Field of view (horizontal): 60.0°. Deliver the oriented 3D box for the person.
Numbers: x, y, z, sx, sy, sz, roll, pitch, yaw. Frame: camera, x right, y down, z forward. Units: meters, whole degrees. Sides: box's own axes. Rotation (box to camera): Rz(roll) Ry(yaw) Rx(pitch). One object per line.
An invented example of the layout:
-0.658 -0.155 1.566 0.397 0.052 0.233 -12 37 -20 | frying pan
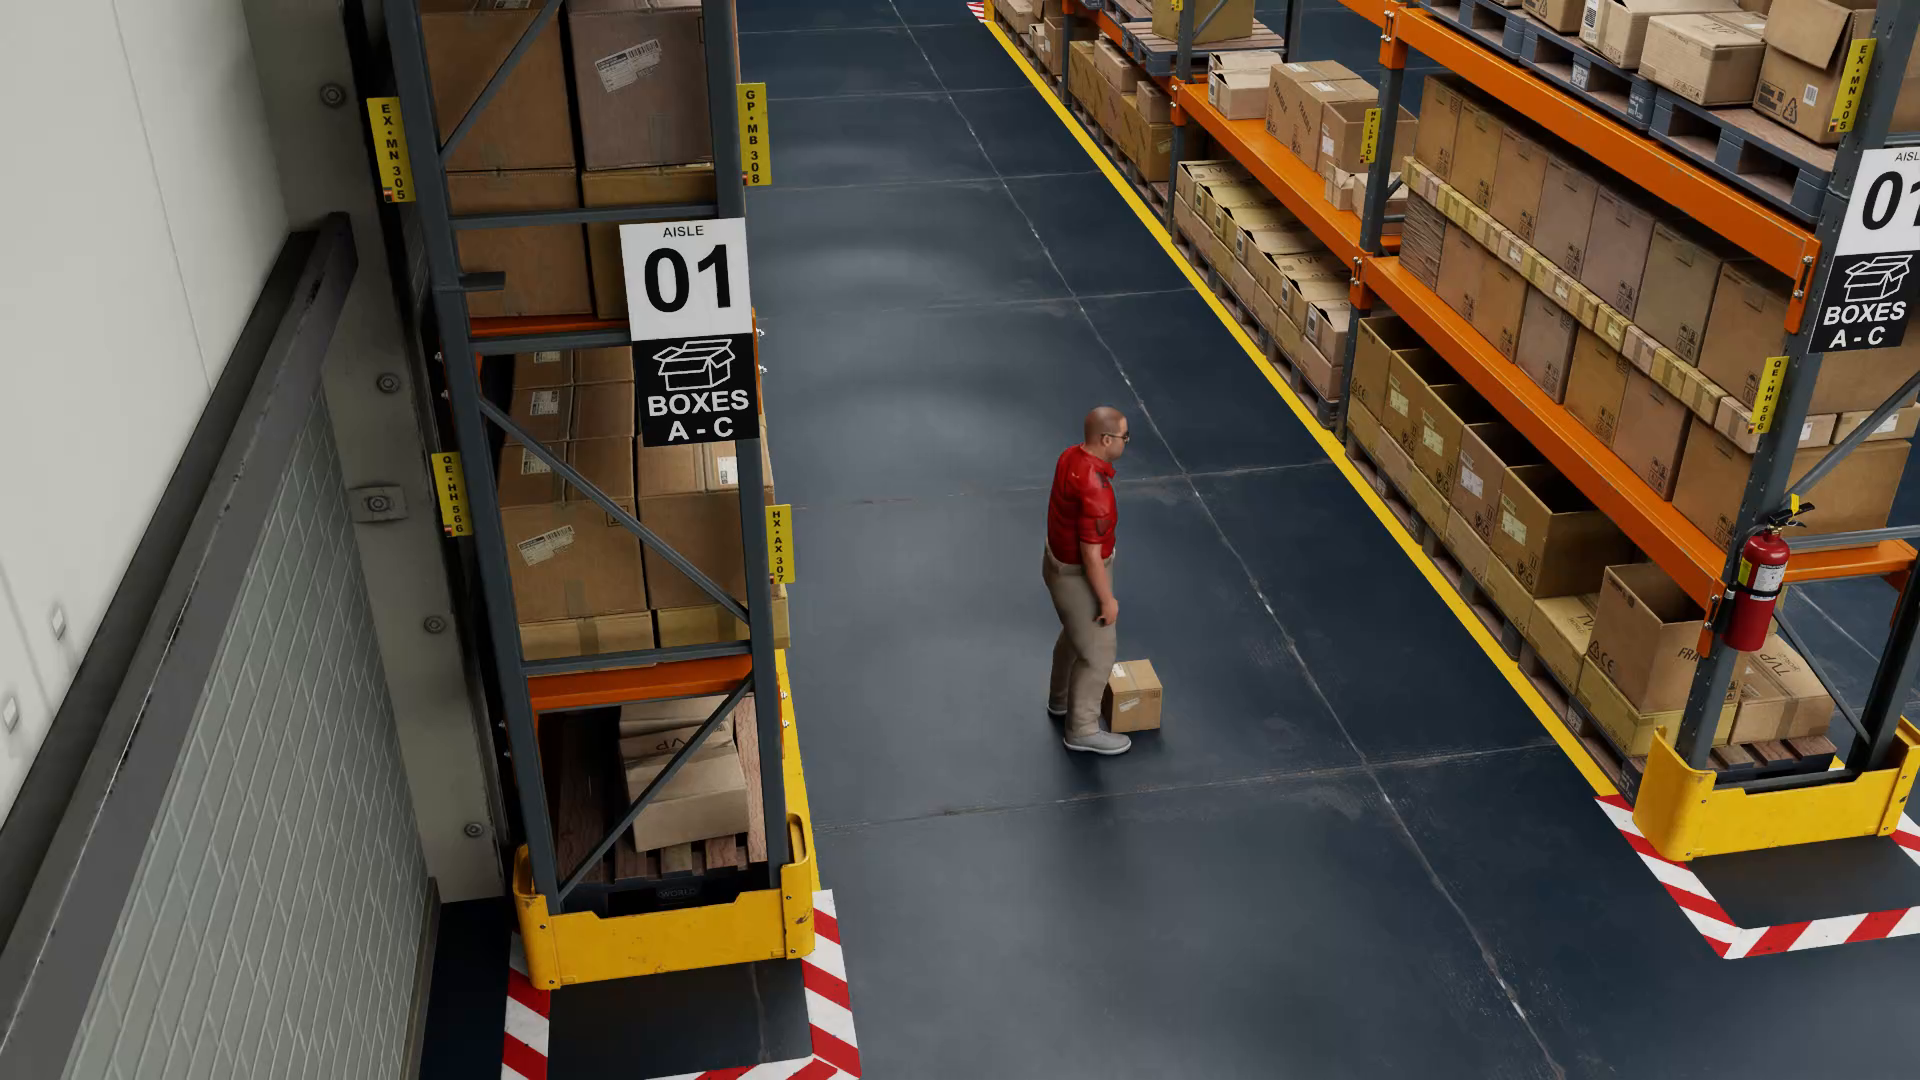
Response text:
0.602 0.168 7.864 0.392 1.727 0.585 -5 31 -9 | person
